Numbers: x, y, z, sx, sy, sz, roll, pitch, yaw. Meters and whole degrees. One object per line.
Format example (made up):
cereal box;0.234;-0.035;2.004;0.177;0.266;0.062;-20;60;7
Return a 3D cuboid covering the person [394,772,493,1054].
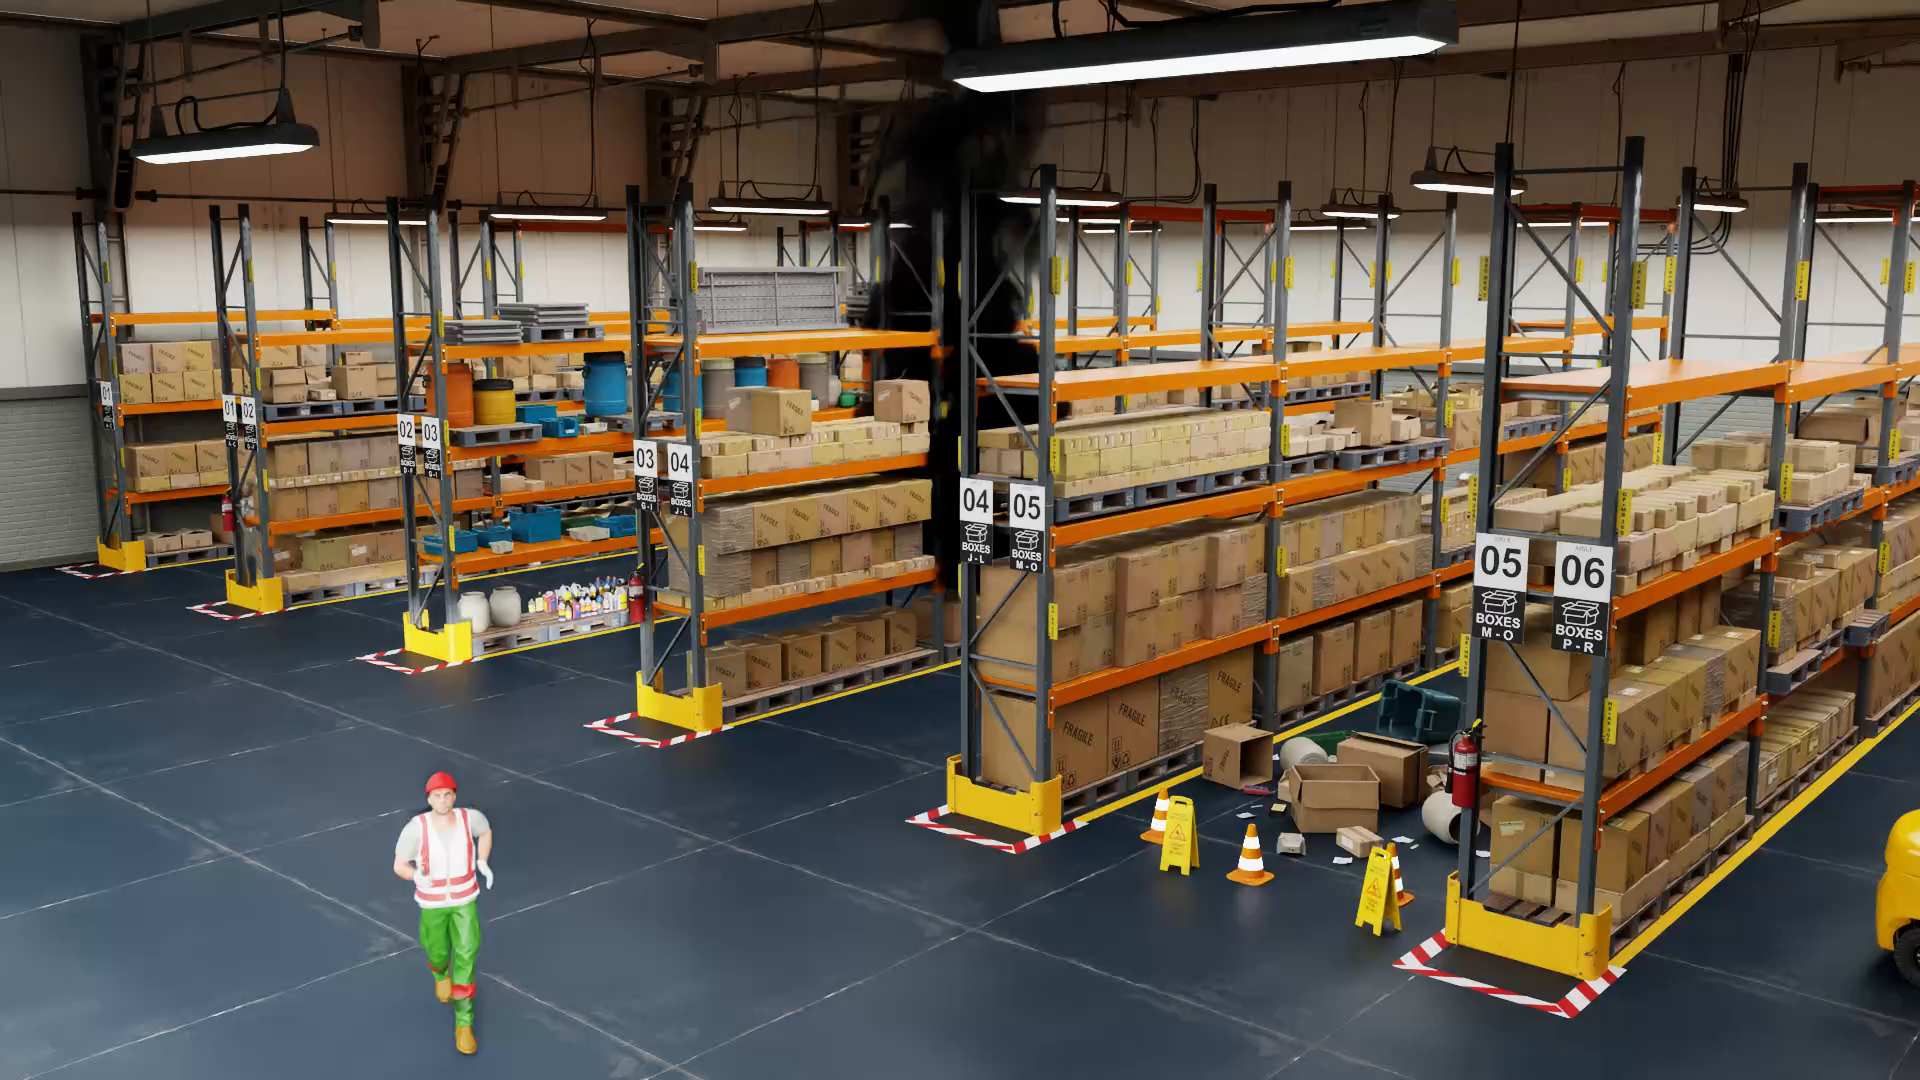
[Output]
person;-3.442;2.426;11.168;0.654;1.783;0.988;-4;10;-21

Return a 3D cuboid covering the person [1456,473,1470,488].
person;8.246;-0.202;27.075;0.862;1.804;0.676;-7;12;-38

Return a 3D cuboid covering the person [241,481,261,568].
person;-11.362;-0.124;26.750;0.567;1.697;0.915;6;11;30
